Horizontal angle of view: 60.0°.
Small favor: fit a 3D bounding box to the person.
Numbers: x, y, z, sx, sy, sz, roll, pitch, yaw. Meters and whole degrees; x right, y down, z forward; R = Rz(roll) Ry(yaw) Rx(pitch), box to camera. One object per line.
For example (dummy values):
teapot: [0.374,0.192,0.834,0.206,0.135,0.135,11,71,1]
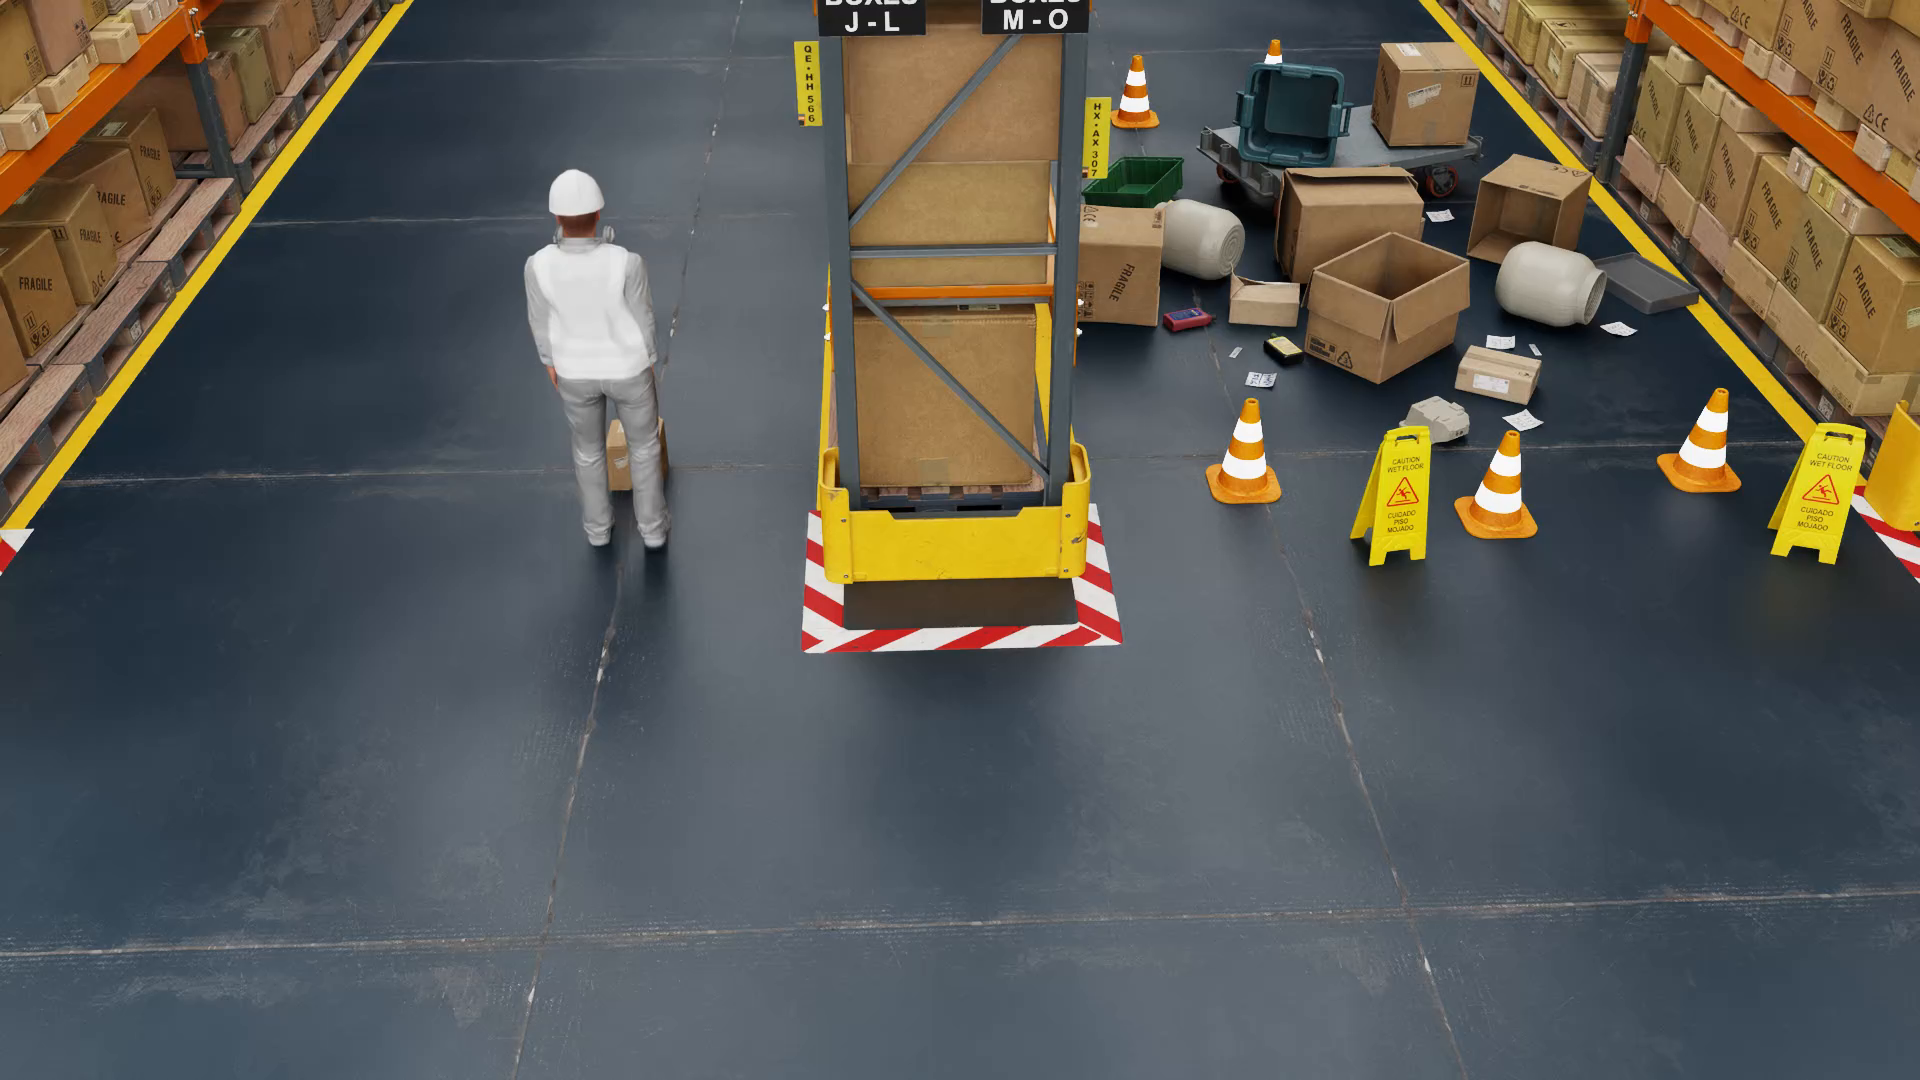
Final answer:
person: [-1.565,-0.756,7.218,0.533,1.771,0.357,-1,35,-1]
